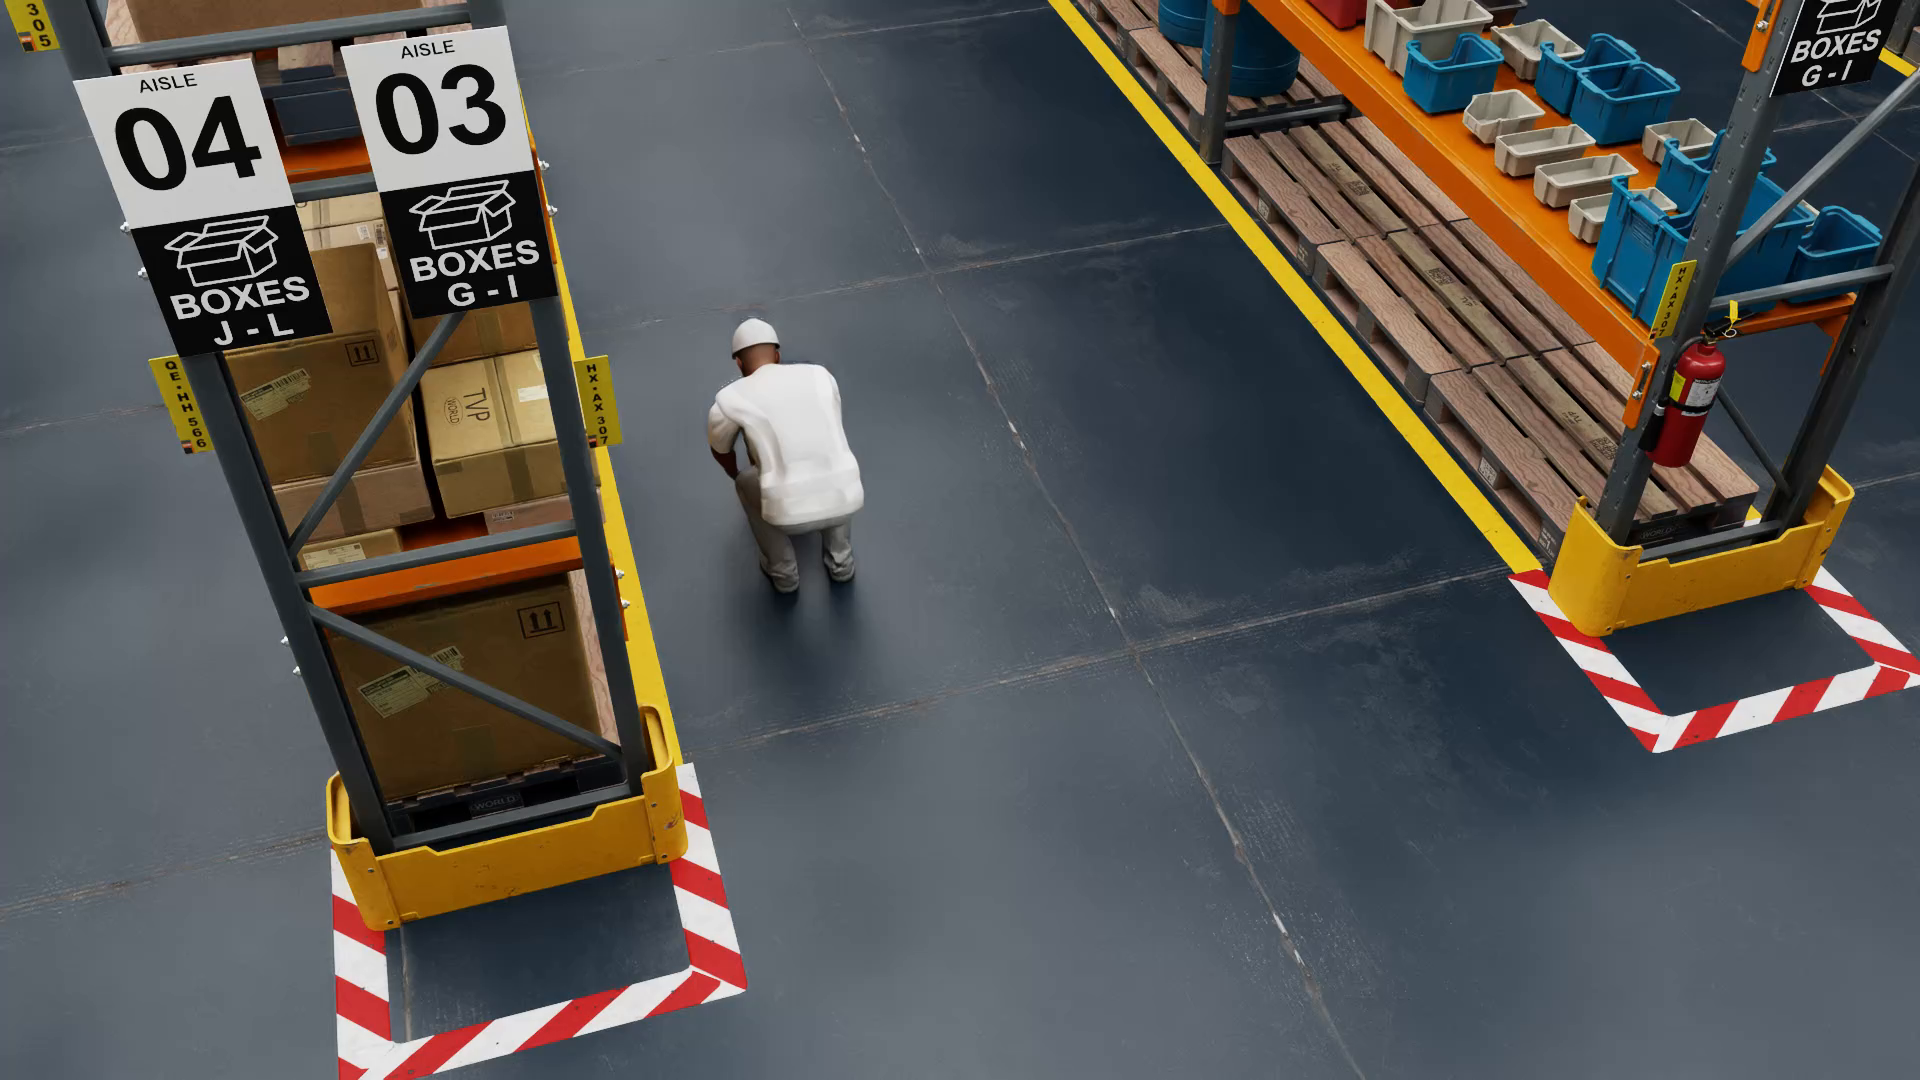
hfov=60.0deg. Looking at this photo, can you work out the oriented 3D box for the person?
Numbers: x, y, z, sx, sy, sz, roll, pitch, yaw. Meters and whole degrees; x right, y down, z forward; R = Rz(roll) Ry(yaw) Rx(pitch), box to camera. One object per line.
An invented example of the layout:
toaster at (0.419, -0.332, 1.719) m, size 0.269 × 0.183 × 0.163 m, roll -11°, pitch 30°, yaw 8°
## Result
person at (-0.745, -0.334, 7.061) m, size 0.587 × 1.040 × 0.892 m, roll -12°, pitch 43°, yaw -13°
